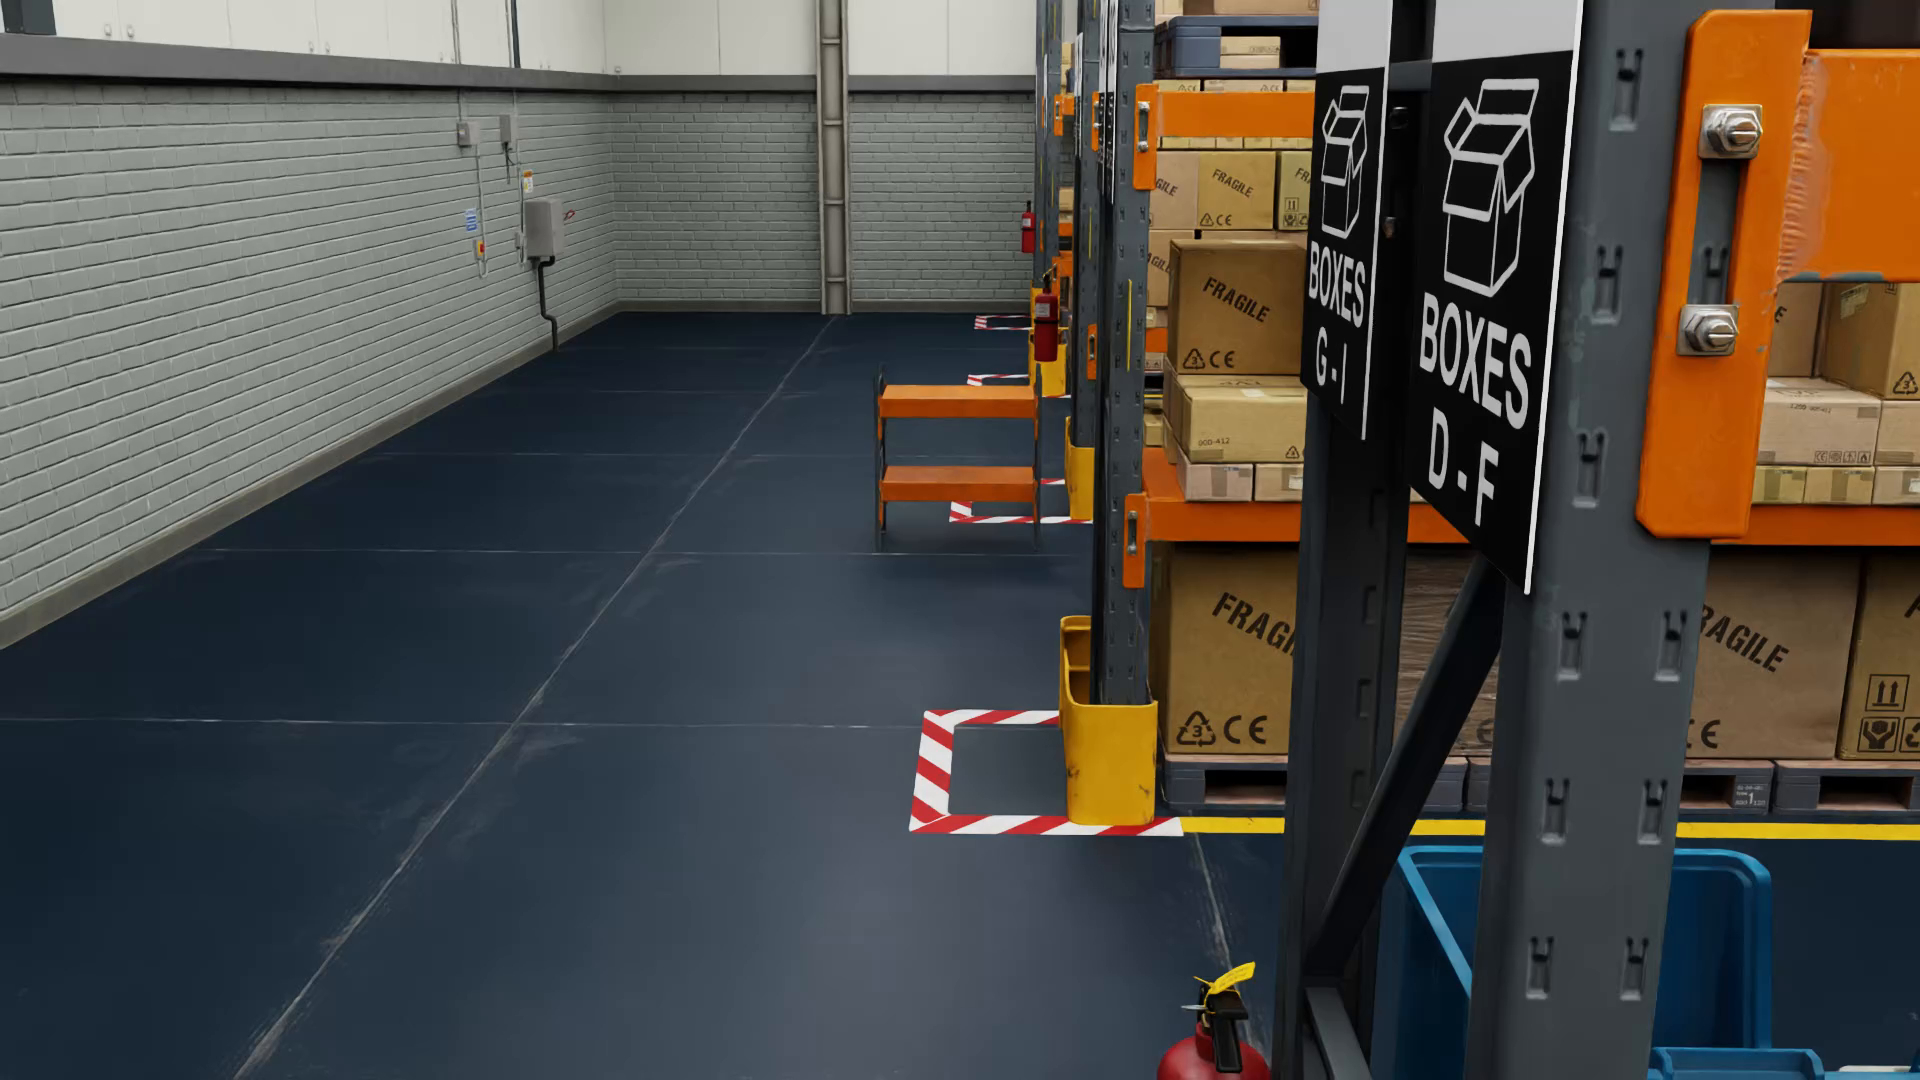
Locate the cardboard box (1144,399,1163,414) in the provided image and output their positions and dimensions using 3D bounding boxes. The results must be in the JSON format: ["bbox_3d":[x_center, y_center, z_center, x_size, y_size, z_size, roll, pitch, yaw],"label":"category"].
[{"bbox_3d":[1.402,-0.909,12.005,0.250,0.149,0.380,1,15,2],"label":"cardboard box"}]

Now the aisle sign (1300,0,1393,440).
[{"bbox_3d":[0.447,-0.541,1.913,0.004,0.787,0.394,0,15,1],"label":"aisle sign"}]

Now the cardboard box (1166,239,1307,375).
[{"bbox_3d":[1.132,-0.969,6.875,0.500,0.500,0.500,1,15,2],"label":"cardboard box"}]

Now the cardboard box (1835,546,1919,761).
[{"bbox_3d":[3.979,0.354,6.960,0.875,0.875,0.875,0,15,1],"label":"cardboard box"}]

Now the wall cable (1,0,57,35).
[{"bbox_3d":[-4.926,-5.844,9.043,0.120,5.999,2.277,0,15,1],"label":"wall cable"}]

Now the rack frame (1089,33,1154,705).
[{"bbox_3d":[0.638,-0.472,6.747,0.127,3.000,1.000,0,15,1],"label":"rack frame"}]

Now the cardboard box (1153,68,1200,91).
[{"bbox_3d":[1.308,-3.046,10.918,0.500,0.250,0.500,1,15,3],"label":"cardboard box"}]

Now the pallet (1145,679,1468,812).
[{"bbox_3d":[1.440,0.862,7.159,1.213,0.211,1.003,0,15,1],"label":"pallet"}]

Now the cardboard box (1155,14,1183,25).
[{"bbox_3d":[1.308,-3.286,10.850,0.500,0.250,0.500,1,15,2],"label":"cardboard box"}]

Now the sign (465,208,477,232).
[{"bbox_3d":[-4.809,-3.148,16.363,0.001,0.218,0.327,0,15,1],"label":"sign"}]

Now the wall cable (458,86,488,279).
[{"bbox_3d":[-4.746,-3.536,16.309,0.123,1.953,0.585,0,15,1],"label":"wall cable"}]

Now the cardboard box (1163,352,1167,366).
[{"bbox_3d":[2.469,-1.980,16.666,0.875,0.438,0.875,1,15,3],"label":"cardboard box"}]

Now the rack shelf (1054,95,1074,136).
[{"bbox_3d":[2.891,-4.088,15.986,4.000,0.370,1.077,0,15,1],"label":"rack shelf"}]

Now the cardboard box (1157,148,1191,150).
[{"bbox_3d":[1.330,-2.472,11.590,0.500,0.500,0.500,0,15,0],"label":"cardboard box"}]

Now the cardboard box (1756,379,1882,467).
[{"bbox_3d":[3.161,-0.459,6.410,0.500,0.250,0.500,1,15,3],"label":"cardboard box"}]

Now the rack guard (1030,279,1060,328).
[{"bbox_3d":[1.090,-3.056,21.441,0.348,0.500,1.175,0,15,1],"label":"rack guard"}]

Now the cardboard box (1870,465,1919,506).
[{"bbox_3d":[3.553,-0.248,6.391,0.250,0.149,0.380,1,15,2],"label":"cardboard box"}]

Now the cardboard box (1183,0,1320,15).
[{"bbox_3d":[1.159,-2.232,6.325,0.500,0.500,0.700,-1,15,-2],"label":"cardboard box"}]

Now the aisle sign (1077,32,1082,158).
[{"bbox_3d":[0.785,-2.917,10.919,0.004,0.787,0.394,0,15,1],"label":"aisle sign"}]

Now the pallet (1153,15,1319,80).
[{"bbox_3d":[1.380,-1.877,6.368,1.213,0.211,1.003,0,15,1],"label":"pallet"}]

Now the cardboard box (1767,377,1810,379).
[{"bbox_3d":[3.159,-0.593,6.919,0.500,0.250,0.500,1,15,3],"label":"cardboard box"}]

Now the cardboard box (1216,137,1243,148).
[{"bbox_3d":[2.536,-3.759,15.781,0.250,0.149,0.380,1,15,2],"label":"cardboard box"}]

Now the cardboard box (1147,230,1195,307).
[{"bbox_3d":[1.308,-1.855,11.210,0.500,0.500,0.500,1,15,4],"label":"cardboard box"}]

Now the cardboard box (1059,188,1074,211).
[{"bbox_3d":[1.461,-4.264,20.834,0.500,0.250,0.500,0,15,2],"label":"cardboard box"}]

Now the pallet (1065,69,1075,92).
[{"bbox_3d":[1.633,-4.404,15.947,1.213,0.211,1.003,0,15,1],"label":"pallet"}]

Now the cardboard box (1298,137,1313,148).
[{"bbox_3d":[3.298,-3.763,15.797,0.250,0.149,0.380,0,15,0],"label":"cardboard box"}]

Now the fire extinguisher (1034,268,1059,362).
[{"bbox_3d":[0.626,-1.637,12.049,0.183,0.674,0.296,0,15,1],"label":"fire extinguisher"}]

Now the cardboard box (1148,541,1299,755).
[{"bbox_3d":[1.280,0.336,7.026,0.875,0.875,0.875,0,15,1],"label":"cardboard box"}]

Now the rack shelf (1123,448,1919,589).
[{"bbox_3d":[2.638,-0.111,6.790,4.000,0.370,1.077,0,15,1],"label":"rack shelf"}]

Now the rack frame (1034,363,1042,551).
[{"bbox_3d":[0.501,-0.541,10.684,0.032,1.125,0.500,0,15,1],"label":"rack frame"}]

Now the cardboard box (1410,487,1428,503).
[{"bbox_3d":[1.758,-0.259,6.435,0.250,0.149,0.380,0,15,1],"label":"cardboard box"}]

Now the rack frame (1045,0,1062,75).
[{"bbox_3d":[0.891,-5.900,15.561,0.127,3.000,1.000,0,15,1],"label":"rack frame"}]

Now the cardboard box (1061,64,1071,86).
[{"bbox_3d":[1.451,-5.714,20.448,0.500,0.250,0.500,0,15,1],"label":"cardboard box"}]

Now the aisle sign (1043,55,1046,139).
[{"bbox_3d":[0.827,-4.335,16.296,0.004,0.787,0.394,0,15,1],"label":"aisle sign"}]

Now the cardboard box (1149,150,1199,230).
[{"bbox_3d":[1.308,-2.341,11.093,0.500,0.500,0.500,0,15,1],"label":"cardboard box"}]

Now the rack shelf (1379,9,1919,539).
[{"bbox_3d":[2.511,-0.298,1.620,4.000,0.370,1.077,0,15,1],"label":"rack shelf"}]

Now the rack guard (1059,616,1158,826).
[{"bbox_3d":[0.614,0.737,7.067,0.348,0.500,1.175,0,15,1],"label":"rack guard"}]

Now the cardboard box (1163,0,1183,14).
[{"bbox_3d":[1.438,-3.482,10.809,0.250,0.149,0.380,1,15,4],"label":"cardboard box"}]

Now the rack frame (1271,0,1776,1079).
[{"bbox_3d":[0.512,0.791,1.963,0.053,2.616,0.949,0,15,1],"label":"rack frame"}]

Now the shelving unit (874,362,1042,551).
[{"bbox_3d":[-0.007,-0.544,10.697,1.048,1.125,0.538,0,15,1],"label":"shelving unit"}]

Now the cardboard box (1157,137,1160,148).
[{"bbox_3d":[1.760,-3.757,15.772,0.250,0.149,0.380,1,15,3],"label":"cardboard box"}]

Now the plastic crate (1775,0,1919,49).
[{"bbox_3d":[0.890,-0.522,1.315,0.590,0.269,0.497,0,15,1],"label":"plastic crate"}]
